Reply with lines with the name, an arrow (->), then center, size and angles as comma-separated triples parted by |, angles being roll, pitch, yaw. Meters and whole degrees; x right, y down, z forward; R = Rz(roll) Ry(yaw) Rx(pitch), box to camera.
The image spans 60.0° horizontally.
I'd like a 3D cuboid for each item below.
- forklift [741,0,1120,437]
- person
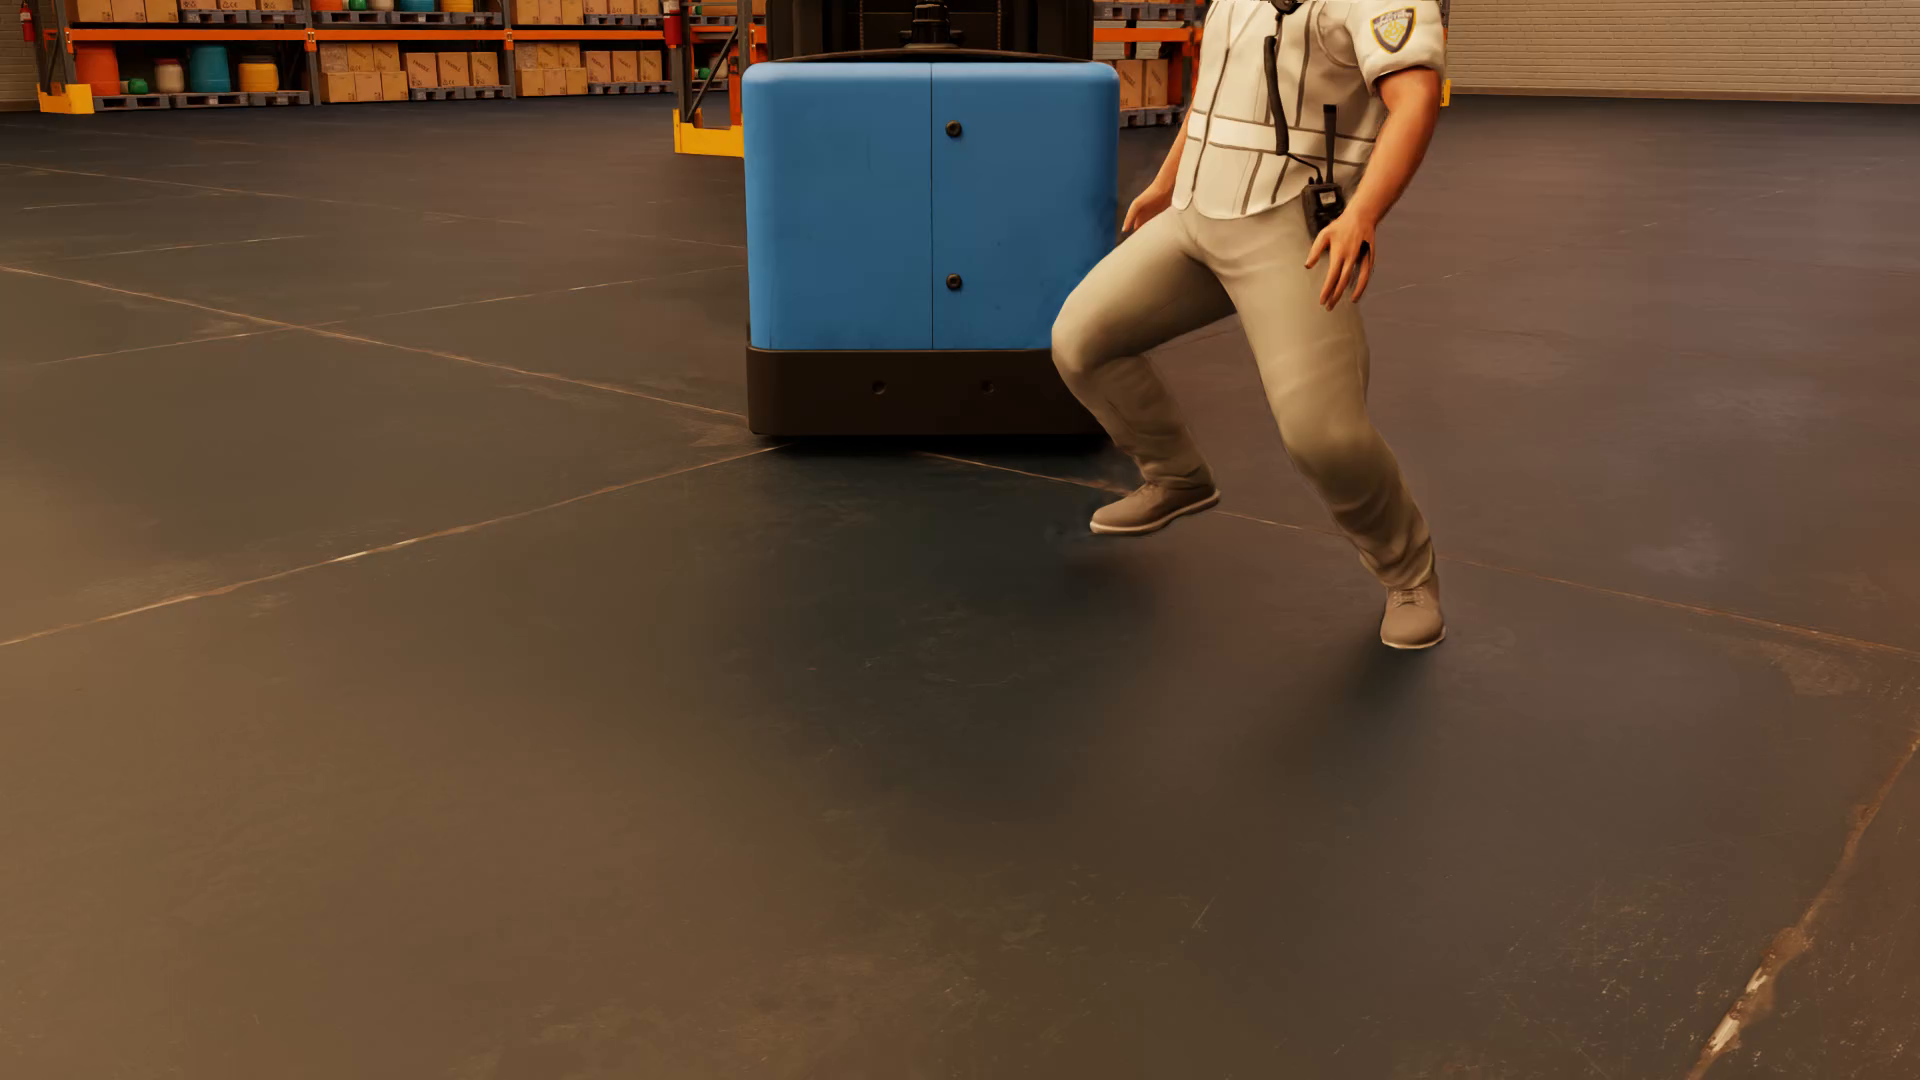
forklift -> -0.105, -2.067, 5.703 | 1.130, 2.935, 3.031 | 0, 17, -1
person -> 0.622, -0.648, 3.329 | 0.638, 1.640, 0.961 | -7, 18, -23
